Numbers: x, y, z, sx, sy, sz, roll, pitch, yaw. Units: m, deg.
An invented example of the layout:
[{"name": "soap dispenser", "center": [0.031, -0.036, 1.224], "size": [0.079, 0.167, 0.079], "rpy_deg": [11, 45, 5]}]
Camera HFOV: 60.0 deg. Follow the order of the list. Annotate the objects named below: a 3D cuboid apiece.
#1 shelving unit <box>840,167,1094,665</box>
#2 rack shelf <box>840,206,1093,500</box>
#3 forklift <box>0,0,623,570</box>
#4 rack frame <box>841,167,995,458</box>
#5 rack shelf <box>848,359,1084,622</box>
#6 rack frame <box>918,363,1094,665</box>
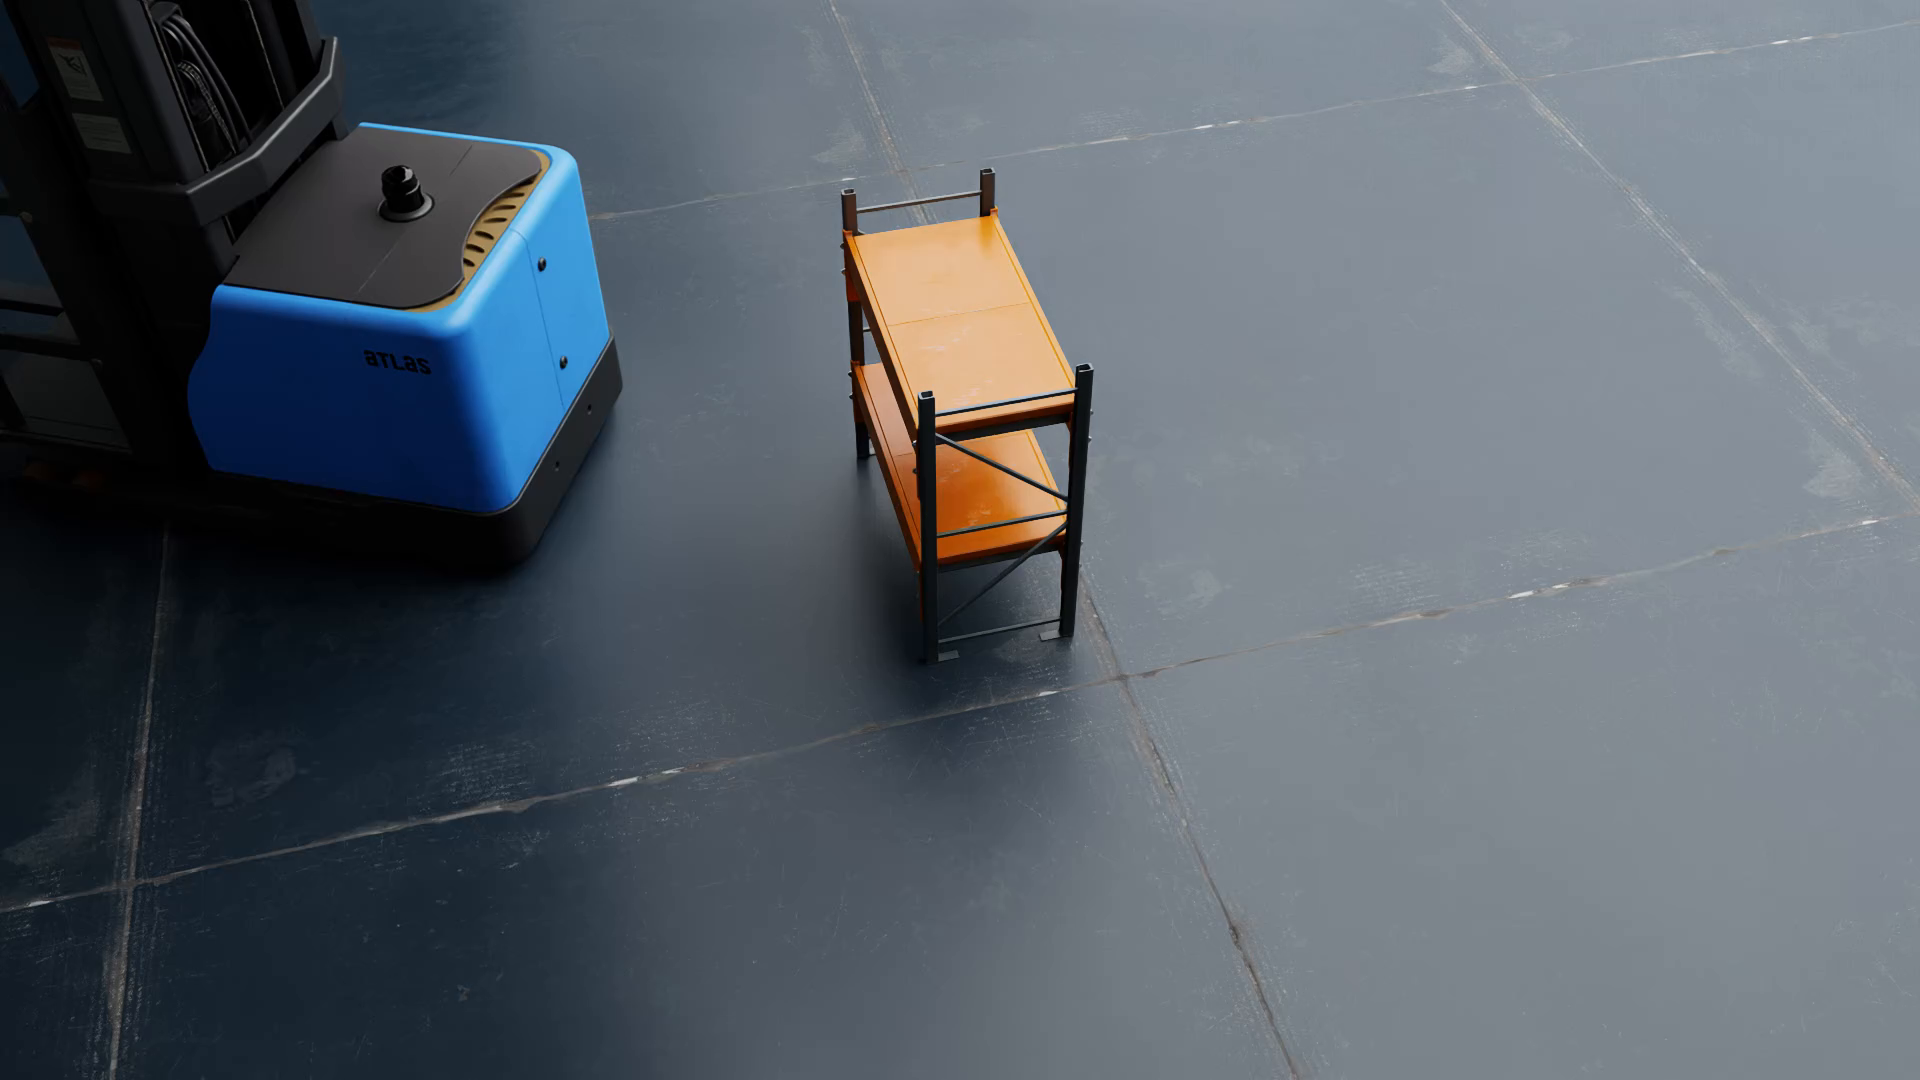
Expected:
[{"name": "shelving unit", "center": [-0.002, -0.398, 5.353], "size": [0.538, 1.125, 1.048], "rpy_deg": [-11, 47, -10]}, {"name": "rack shelf", "center": [-0.002, -0.603, 5.144], "size": [0.538, 0.278, 1.000], "rpy_deg": [-11, 47, -10]}, {"name": "forklift", "center": [-2.830, -1.469, 5.137], "size": [3.031, 2.935, 1.130], "rpy_deg": [9, 46, 9]}, {"name": "rack frame", "center": [-0.132, -0.749, 5.697], "size": [0.500, 1.125, 0.032], "rpy_deg": [-11, 47, -10]}, {"name": "rack shelf", "center": [-0.002, -0.227, 5.527], "size": [0.538, 0.278, 1.000], "rpy_deg": [-11, 47, -10]}, {"name": "rack frame", "center": [0.128, -0.047, 5.009], "size": [0.500, 1.125, 0.032], "rpy_deg": [-11, 47, -10]}]
